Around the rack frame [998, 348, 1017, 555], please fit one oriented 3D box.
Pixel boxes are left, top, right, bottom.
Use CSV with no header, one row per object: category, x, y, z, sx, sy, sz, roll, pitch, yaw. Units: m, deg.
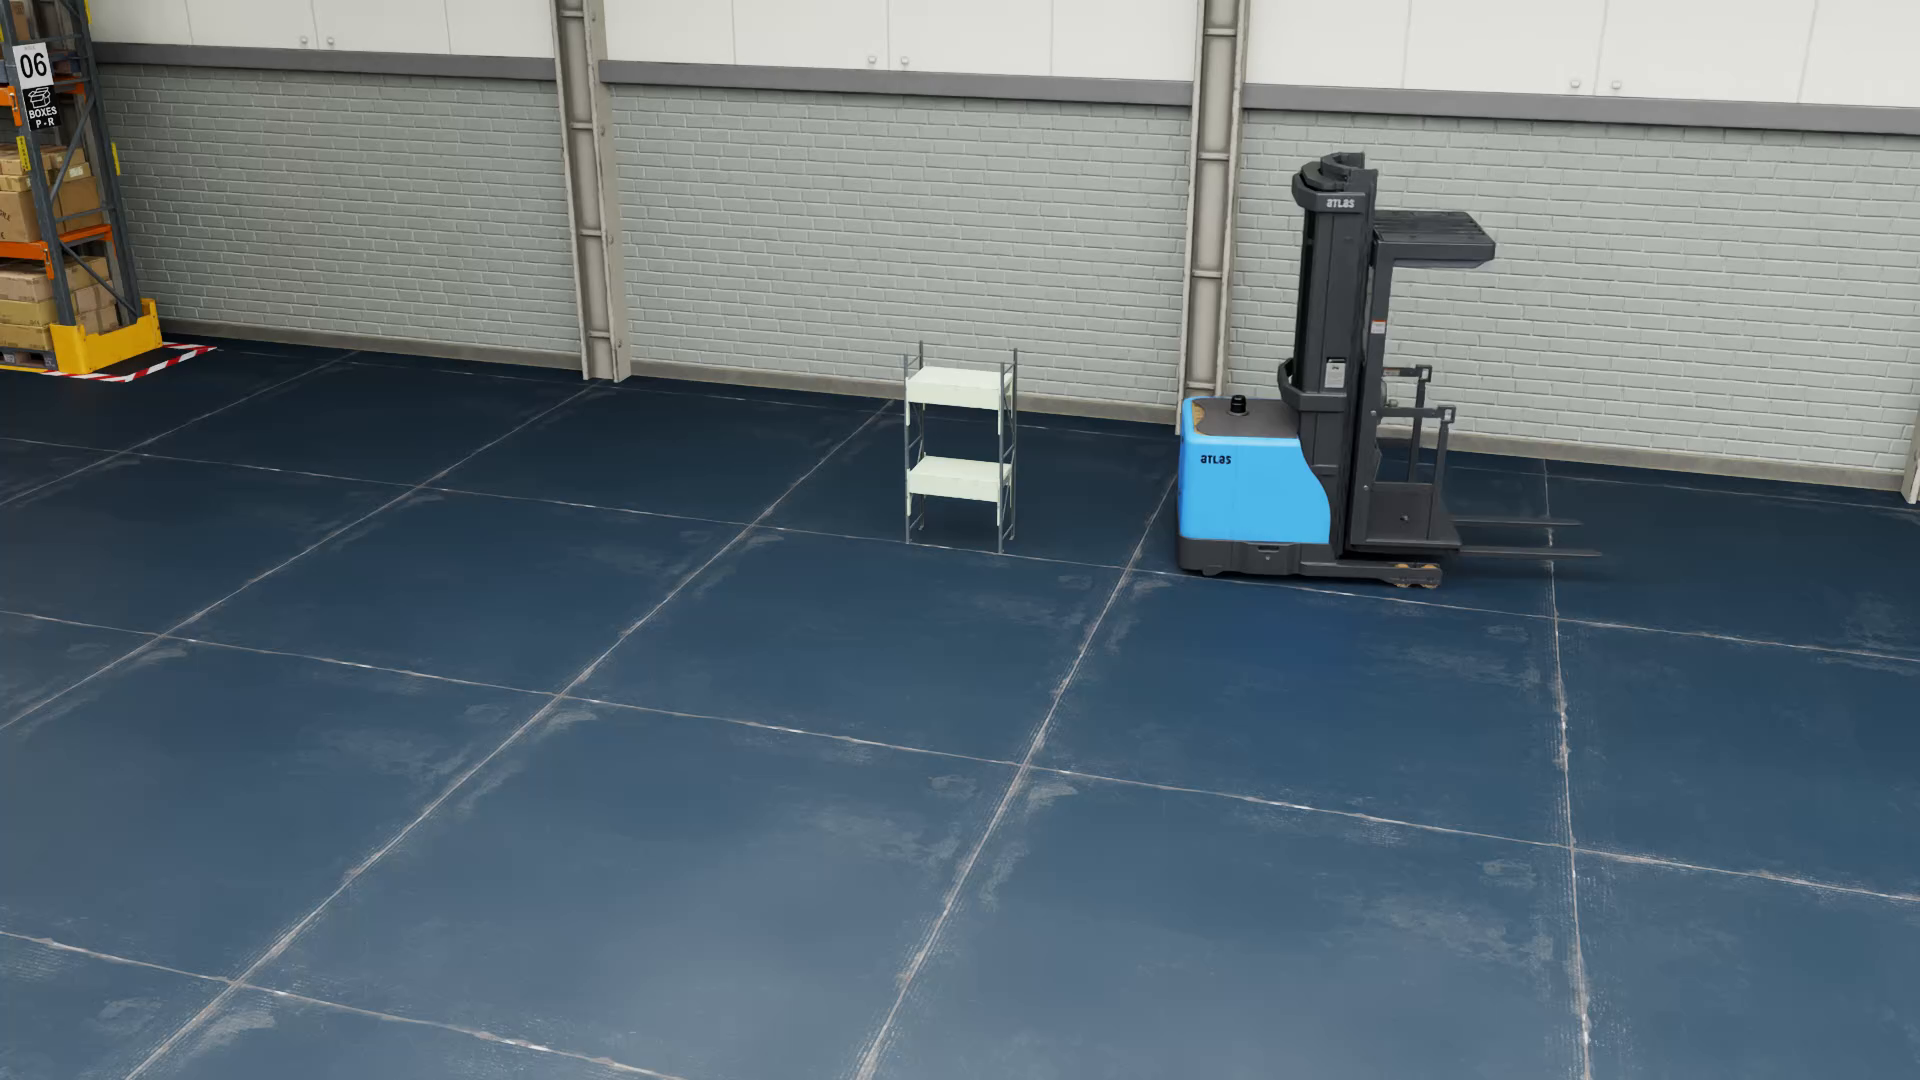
rack frame,0.357,-0.653,12.386,0.023,1.500,0.400,7,23,16

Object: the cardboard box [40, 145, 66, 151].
cardboard box,-9.391,-3.942,17.050,0.250,0.149,0.380,7,23,17

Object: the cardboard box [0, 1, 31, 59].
cardboard box,-9.388,-4.927,16.059,0.500,0.500,0.500,7,23,17

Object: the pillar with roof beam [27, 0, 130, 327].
pillar with roof beam,-10.544,-4.907,12.876,0.400,9.000,9.100,7,23,16

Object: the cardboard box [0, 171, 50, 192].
cardboard box,-9.307,-3.575,16.546,0.250,0.149,0.380,7,23,16

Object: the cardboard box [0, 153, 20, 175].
cardboard box,-9.543,-3.754,16.592,0.250,0.149,0.380,7,23,16

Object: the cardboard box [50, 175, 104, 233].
cardboard box,-9.288,-3.494,17.203,0.500,0.500,0.500,7,23,17

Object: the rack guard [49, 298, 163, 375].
rack guard,-8.871,-2.133,17.311,0.348,0.500,1.175,7,23,16

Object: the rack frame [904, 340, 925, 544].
rack frame,-0.344,-0.733,12.581,0.023,1.500,0.400,7,23,16

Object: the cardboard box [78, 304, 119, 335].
cardboard box,-9.308,-2.339,17.590,0.500,0.250,0.500,7,23,16

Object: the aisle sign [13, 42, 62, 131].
aisle sign,-8.916,-4.381,16.072,0.004,0.787,0.394,7,23,16

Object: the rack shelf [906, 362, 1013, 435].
rack shelf,0.006,-1.054,12.336,0.720,0.370,0.431,7,23,16

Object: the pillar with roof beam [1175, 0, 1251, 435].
pillar with roof beam,0.944,-3.592,9.669,0.400,9.000,9.100,7,23,16

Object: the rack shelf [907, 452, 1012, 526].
rack shelf,0.006,-0.392,12.607,0.720,0.370,0.431,7,23,16

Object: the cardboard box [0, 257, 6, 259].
cardboard box,-10.255,-2.910,17.665,0.500,0.250,0.500,6,23,15

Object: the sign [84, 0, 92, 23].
sign,-8.728,-5.322,16.583,0.005,0.325,0.100,7,23,16

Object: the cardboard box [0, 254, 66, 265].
cardboard box,-9.779,-2.852,17.522,0.500,0.250,0.500,7,23,16

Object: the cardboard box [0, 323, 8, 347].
cardboard box,-9.909,-2.209,17.272,0.500,0.250,0.500,7,23,15

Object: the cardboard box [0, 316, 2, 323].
cardboard box,-9.928,-2.444,17.187,0.500,0.250,0.500,6,23,15

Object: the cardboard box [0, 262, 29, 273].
cardboard box,-9.916,-2.668,17.074,0.500,0.250,0.500,7,23,16

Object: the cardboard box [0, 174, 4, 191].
cardboard box,-9.560,-3.592,16.588,0.250,0.149,0.380,7,23,16

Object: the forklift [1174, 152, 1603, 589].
forklift,3.135,-1.220,11.882,3.031,2.935,1.130,2,22,5

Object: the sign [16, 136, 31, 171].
sign,-9.064,-3.742,16.102,0.005,0.325,0.100,7,23,16

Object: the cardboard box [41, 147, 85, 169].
cardboard box,-9.154,-3.890,16.924,0.250,0.149,0.380,6,23,14

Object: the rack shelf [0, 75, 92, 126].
rack shelf,-10.809,-4.566,16.945,4.000,0.370,1.077,7,23,16

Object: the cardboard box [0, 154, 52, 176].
cardboard box,-9.298,-3.739,16.554,0.250,0.149,0.380,7,23,16

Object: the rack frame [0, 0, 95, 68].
rack frame,-8.894,-6.068,15.705,0.127,3.000,1.000,7,23,16

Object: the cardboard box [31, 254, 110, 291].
cardboard box,-9.300,-2.798,17.392,0.500,0.250,0.500,6,23,15

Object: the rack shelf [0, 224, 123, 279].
rack shelf,-10.809,-3.178,17.514,4.000,0.370,1.077,7,23,16

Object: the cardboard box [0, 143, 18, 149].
cardboard box,-9.884,-3.988,17.161,0.250,0.149,0.380,7,23,16

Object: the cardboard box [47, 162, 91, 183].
cardboard box,-9.144,-3.770,17.022,0.250,0.149,0.380,6,23,14

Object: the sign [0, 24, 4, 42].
sign,-9.064,-4.857,15.644,0.005,0.325,0.100,7,23,16

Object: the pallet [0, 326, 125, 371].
pallet,-9.638,-2.071,17.540,1.213,0.211,1.003,7,23,16

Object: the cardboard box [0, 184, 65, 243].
cardboard box,-9.441,-3.297,16.723,0.500,0.500,0.500,6,23,14

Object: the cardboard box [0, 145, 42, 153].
cardboard box,-9.652,-3.955,17.081,0.250,0.149,0.380,7,23,17

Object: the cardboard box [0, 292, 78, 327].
cardboard box,-9.451,-2.385,17.044,0.500,0.250,0.500,6,23,15

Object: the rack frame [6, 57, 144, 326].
rack frame,-8.894,-3.292,16.843,0.127,3.000,1.000,7,23,16

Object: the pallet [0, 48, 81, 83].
pallet,-9.564,-4.726,16.503,1.213,0.211,1.003,7,23,16

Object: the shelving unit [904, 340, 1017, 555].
shelving unit,0.006,-0.693,12.484,0.755,1.500,0.431,7,23,16

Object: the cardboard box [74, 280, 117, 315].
cardboard box,-9.284,-2.573,17.500,0.500,0.250,0.500,7,23,16

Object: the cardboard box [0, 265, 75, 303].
cardboard box,-9.425,-2.614,16.942,0.500,0.250,0.500,7,23,17

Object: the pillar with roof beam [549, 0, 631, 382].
pillar with roof beam,-4.800,-4.250,11.272,0.400,9.000,9.100,7,23,16

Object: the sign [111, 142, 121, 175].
sign,-8.728,-3.930,17.154,0.005,0.325,0.100,7,23,16

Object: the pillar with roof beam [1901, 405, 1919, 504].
pillar with roof beam,6.689,-2.934,8.065,0.400,9.000,9.100,7,23,16

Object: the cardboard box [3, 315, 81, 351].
cardboard box,-9.435,-2.151,17.131,0.500,0.250,0.500,7,23,16
